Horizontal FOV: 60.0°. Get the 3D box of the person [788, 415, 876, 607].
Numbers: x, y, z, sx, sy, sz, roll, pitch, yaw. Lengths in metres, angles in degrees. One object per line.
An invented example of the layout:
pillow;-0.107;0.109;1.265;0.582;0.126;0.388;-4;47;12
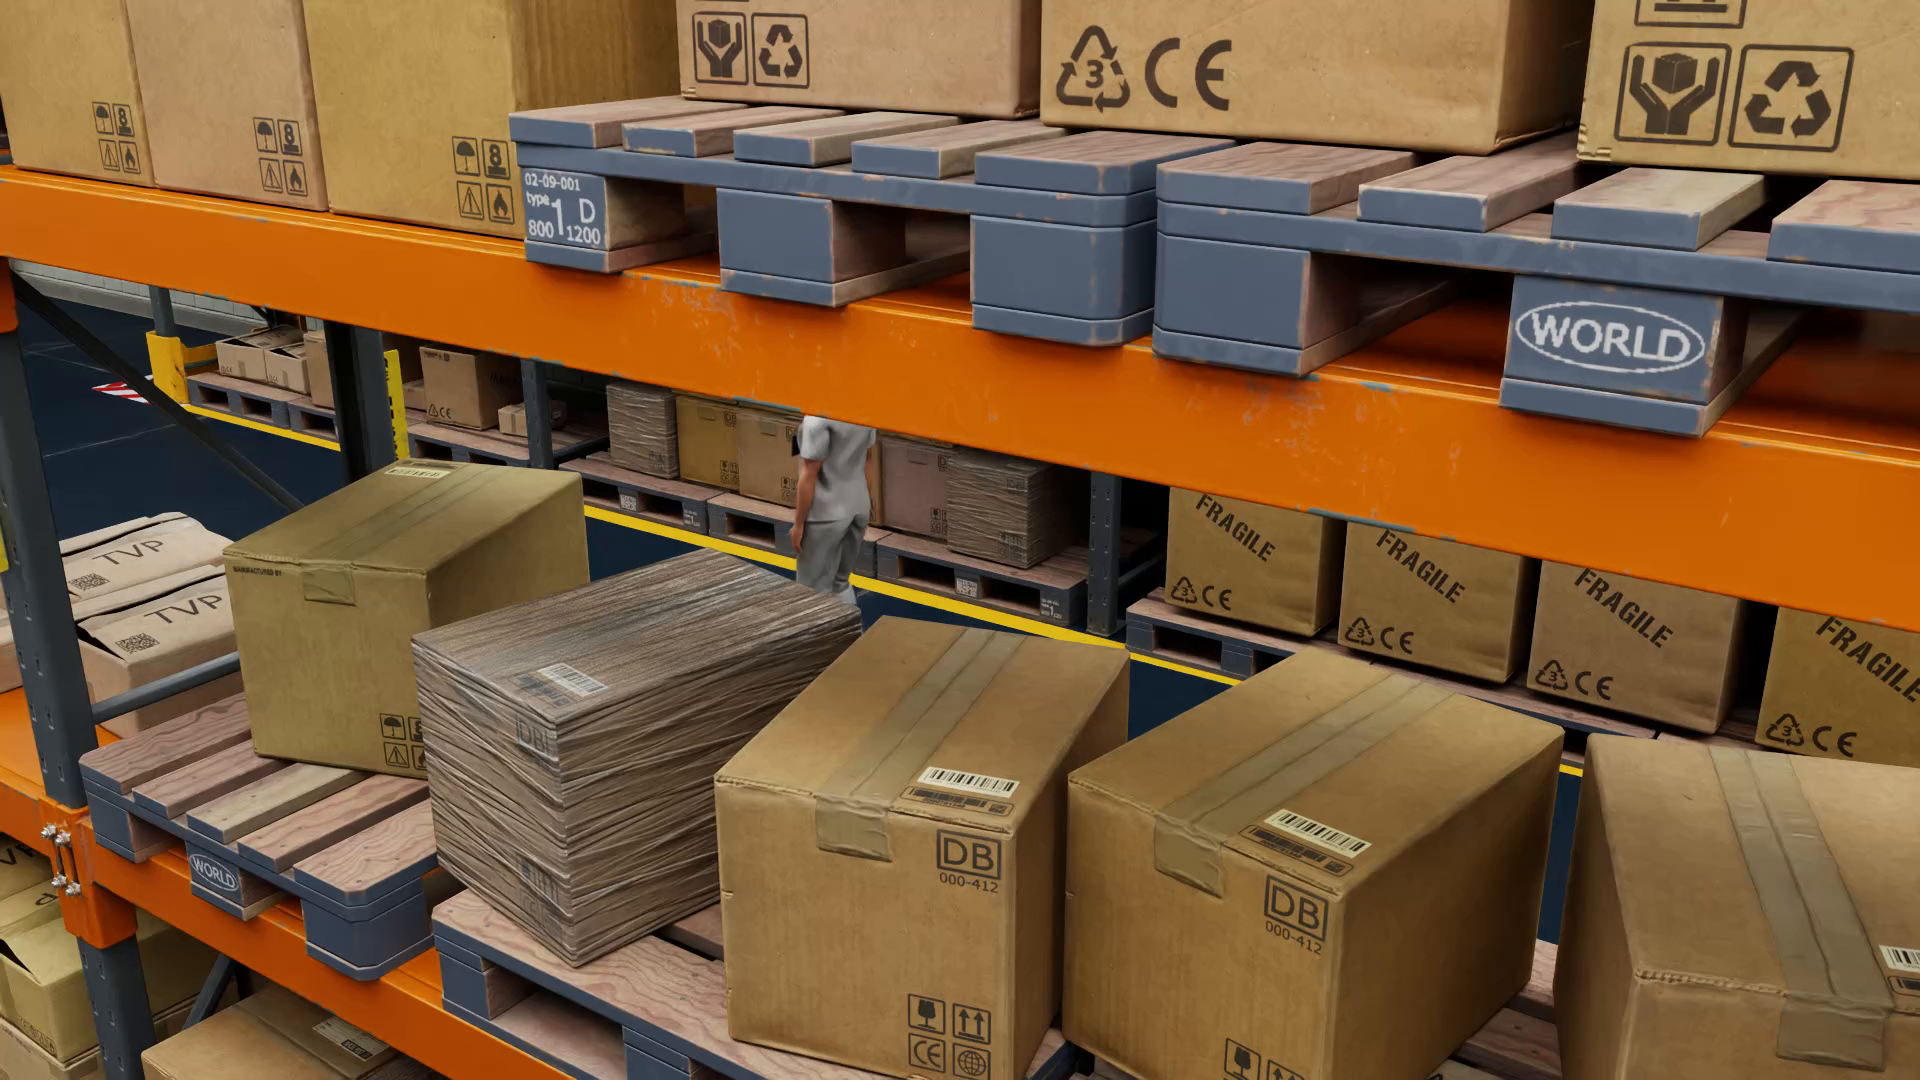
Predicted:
person;-0.568;-0.074;7.392;0.422;1.707;0.451;14;24;34
